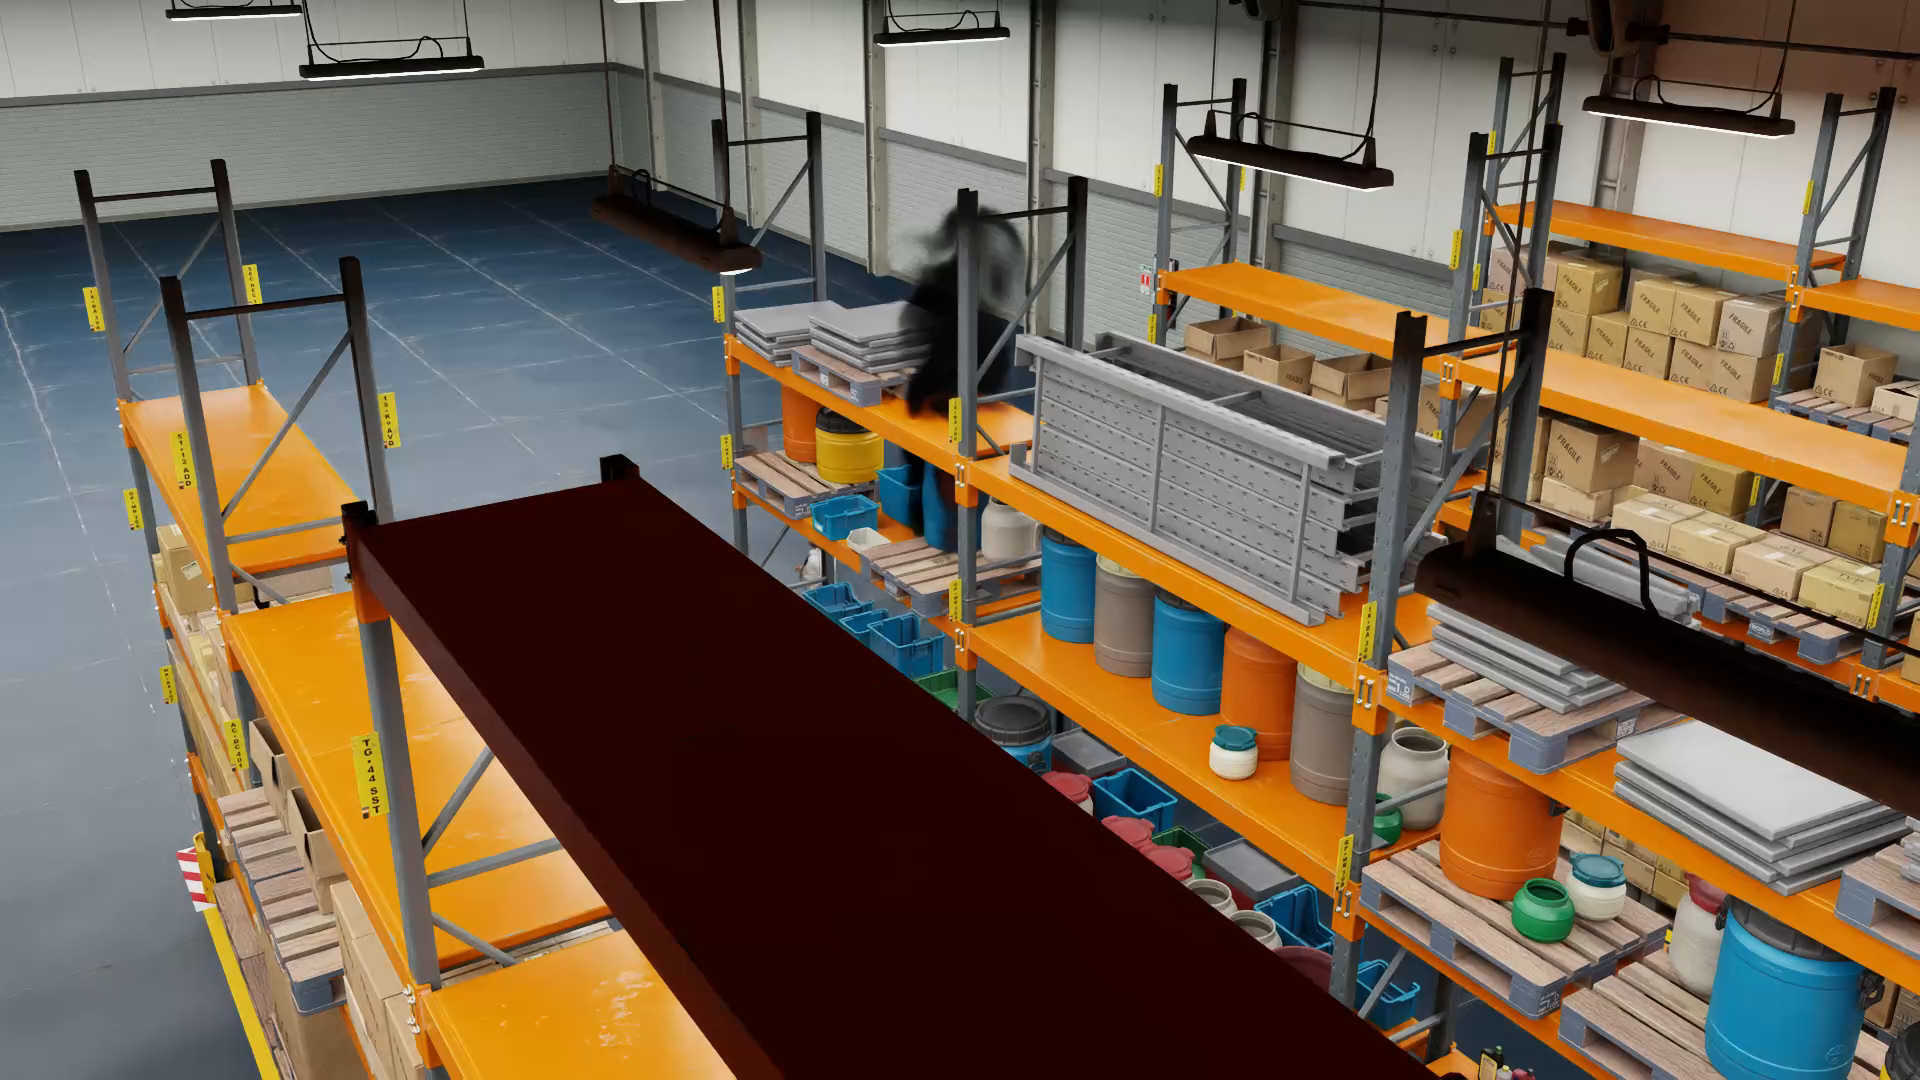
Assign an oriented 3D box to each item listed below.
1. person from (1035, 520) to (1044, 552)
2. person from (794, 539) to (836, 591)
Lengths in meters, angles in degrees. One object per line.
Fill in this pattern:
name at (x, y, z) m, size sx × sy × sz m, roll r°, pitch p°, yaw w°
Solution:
person at (1.169, -0.336, 19.871) m, size 0.952 × 1.812 × 0.678 m, roll -2°, pitch 22°, yaw -6°
person at (-1.513, 0.632, 17.598) m, size 0.610 × 1.738 × 0.579 m, roll 8°, pitch 23°, yaw 20°
